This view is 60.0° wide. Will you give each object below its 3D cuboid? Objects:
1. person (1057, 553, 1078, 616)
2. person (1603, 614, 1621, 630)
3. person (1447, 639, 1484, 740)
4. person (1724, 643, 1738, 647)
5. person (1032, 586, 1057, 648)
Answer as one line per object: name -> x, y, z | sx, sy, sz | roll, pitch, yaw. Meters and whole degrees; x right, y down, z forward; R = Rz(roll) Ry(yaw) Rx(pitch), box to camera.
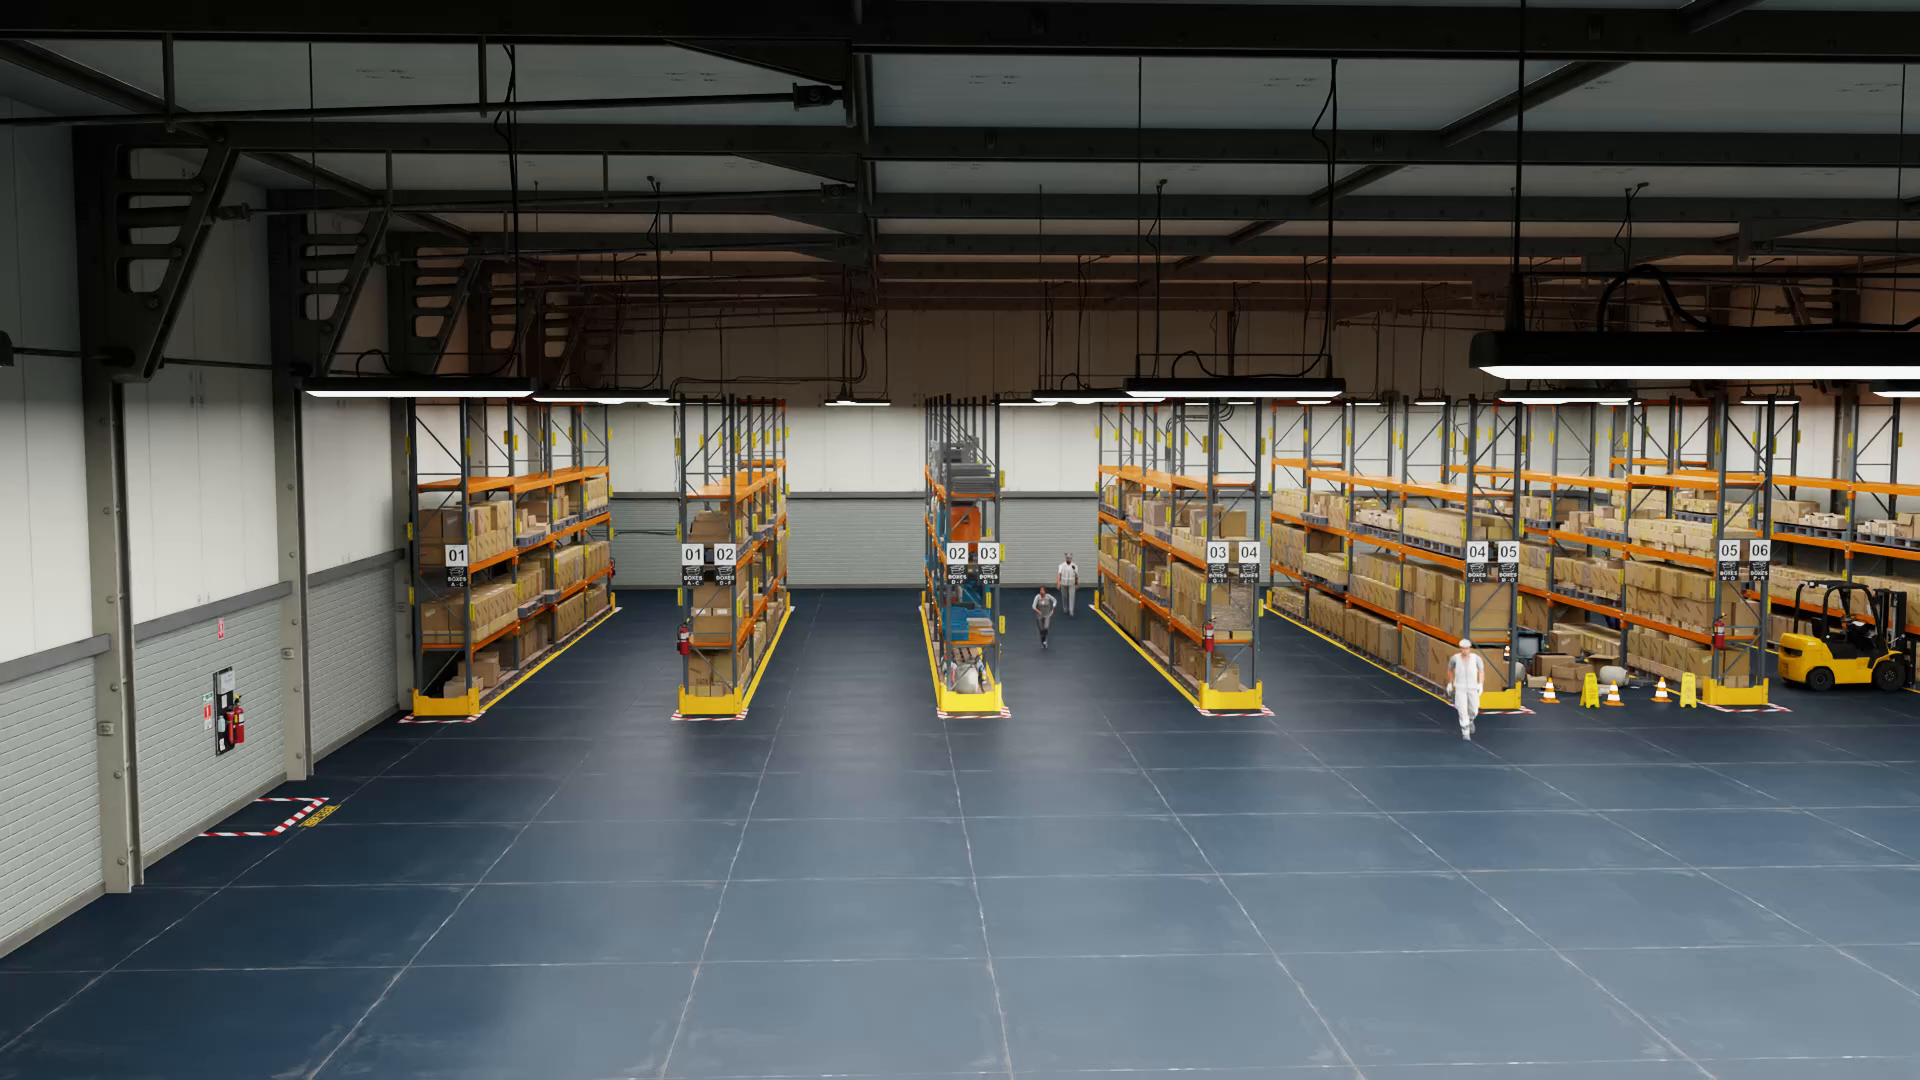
person -> 2.982, 1.208, 45.987 | 0.588, 1.718, 1.039 | 0, 5, 3
person -> 16.875, 1.530, 42.916 | 0.529, 1.683, 0.392 | -3, 5, -32
person -> 8.780, 2.566, 28.920 | 0.604, 1.757, 0.738 | 1, 5, 11
person -> 16.912, 2.051, 36.333 | 0.553, 1.623, 0.675 | -1, 5, -18
person -> 2.011, 1.822, 39.574 | 0.567, 1.516, 0.796 | 1, 5, 8
